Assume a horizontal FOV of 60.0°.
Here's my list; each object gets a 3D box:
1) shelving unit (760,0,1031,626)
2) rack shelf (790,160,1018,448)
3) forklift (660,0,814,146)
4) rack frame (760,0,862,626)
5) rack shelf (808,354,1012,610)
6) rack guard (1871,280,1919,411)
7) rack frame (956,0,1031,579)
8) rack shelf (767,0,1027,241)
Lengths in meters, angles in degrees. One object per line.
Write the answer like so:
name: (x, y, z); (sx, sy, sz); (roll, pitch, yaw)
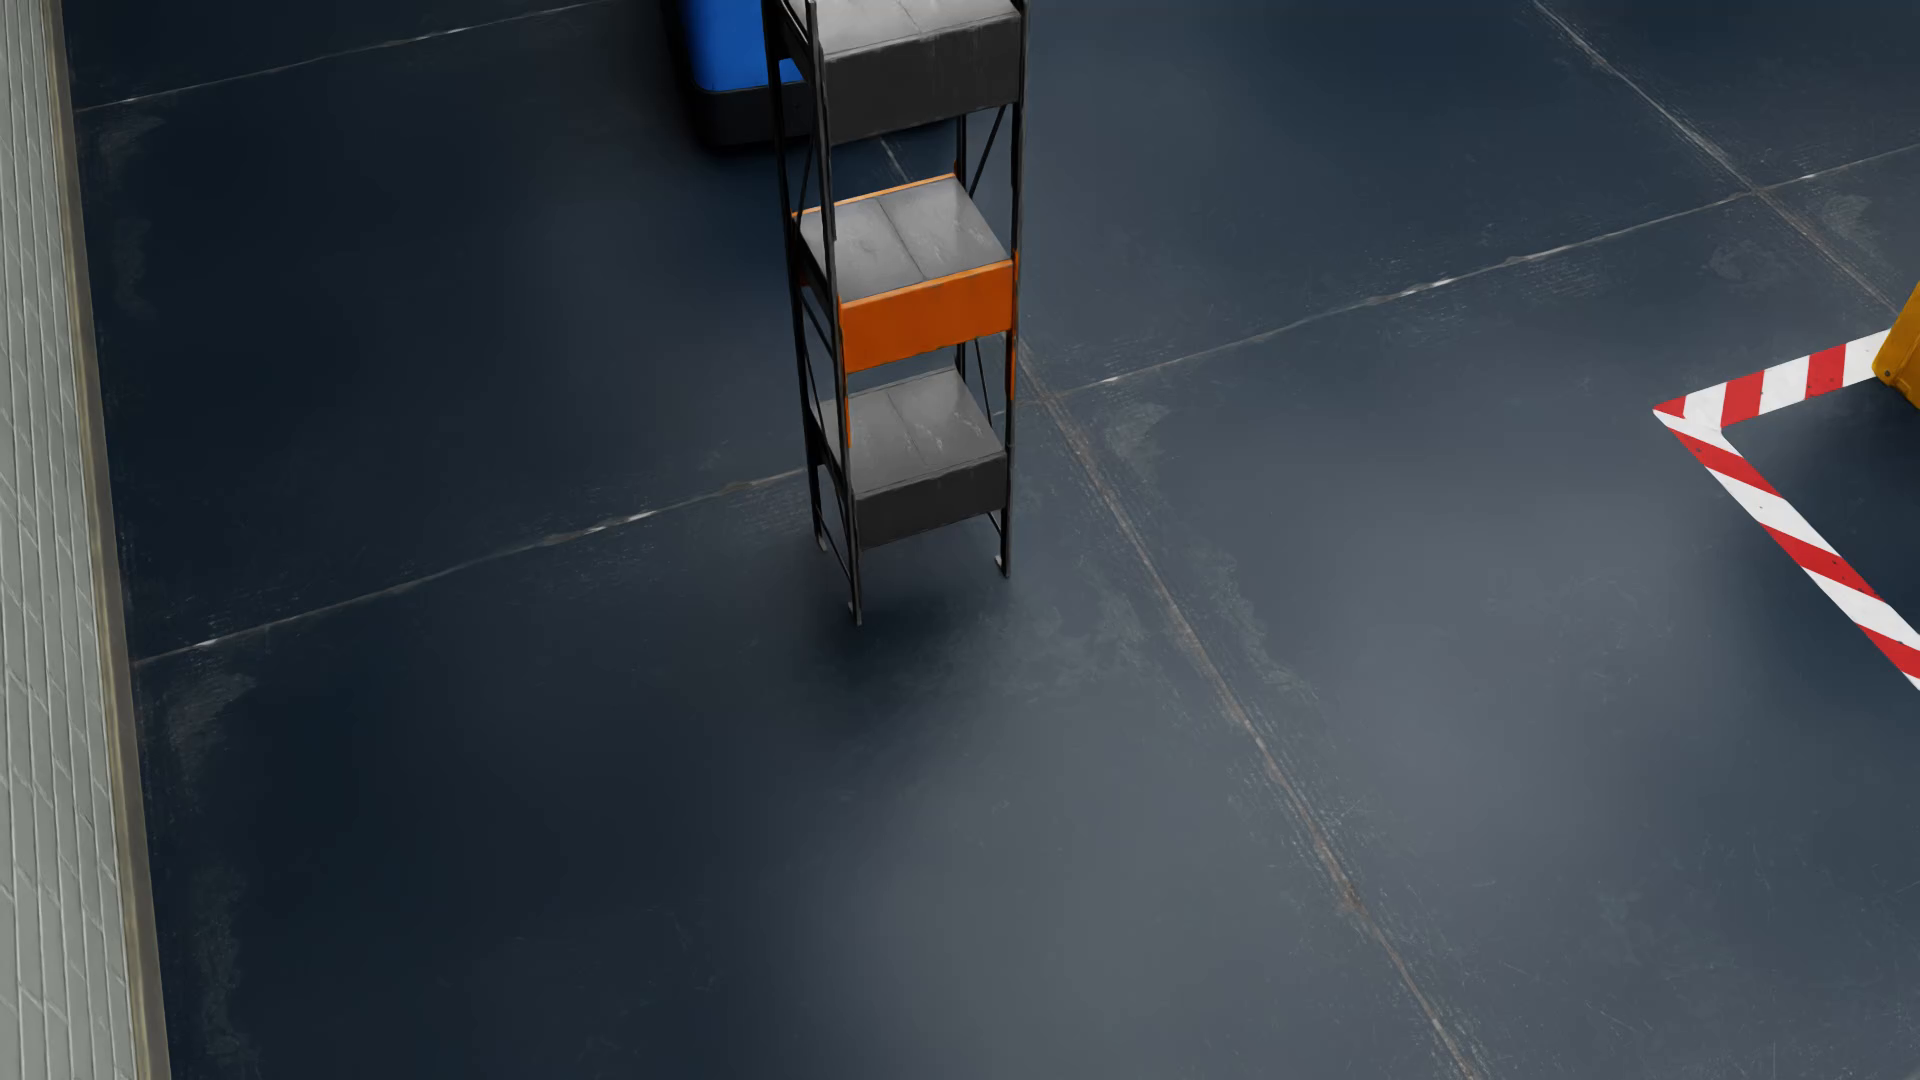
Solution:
shelving unit: (-0.153, -0.637, 4.413); (0.503, 2.100, 0.431); (-17, 52, -14)
rack shelf: (-0.153, -0.628, 4.423); (0.480, 0.518, 0.431); (-17, 52, -14)
forklift: (-0.843, -3.634, 6.439); (1.130, 2.935, 3.031); (-10, 50, -9)
rack frame: (-0.379, -0.567, 4.353); (0.015, 2.100, 0.400); (-17, 52, -14)
rack shelf: (-0.153, -0.172, 4.954); (0.480, 0.518, 0.431); (-17, 52, -14)
rack guard: (3.517, -0.415, 5.277); (0.348, 0.500, 1.175); (-17, 52, -14)
rack frame: (0.073, -0.707, 4.473); (0.015, 2.100, 0.400); (-17, 52, -14)
rack shelf: (-0.153, -1.084, 3.892); (0.480, 0.518, 0.431); (-17, 52, -14)
